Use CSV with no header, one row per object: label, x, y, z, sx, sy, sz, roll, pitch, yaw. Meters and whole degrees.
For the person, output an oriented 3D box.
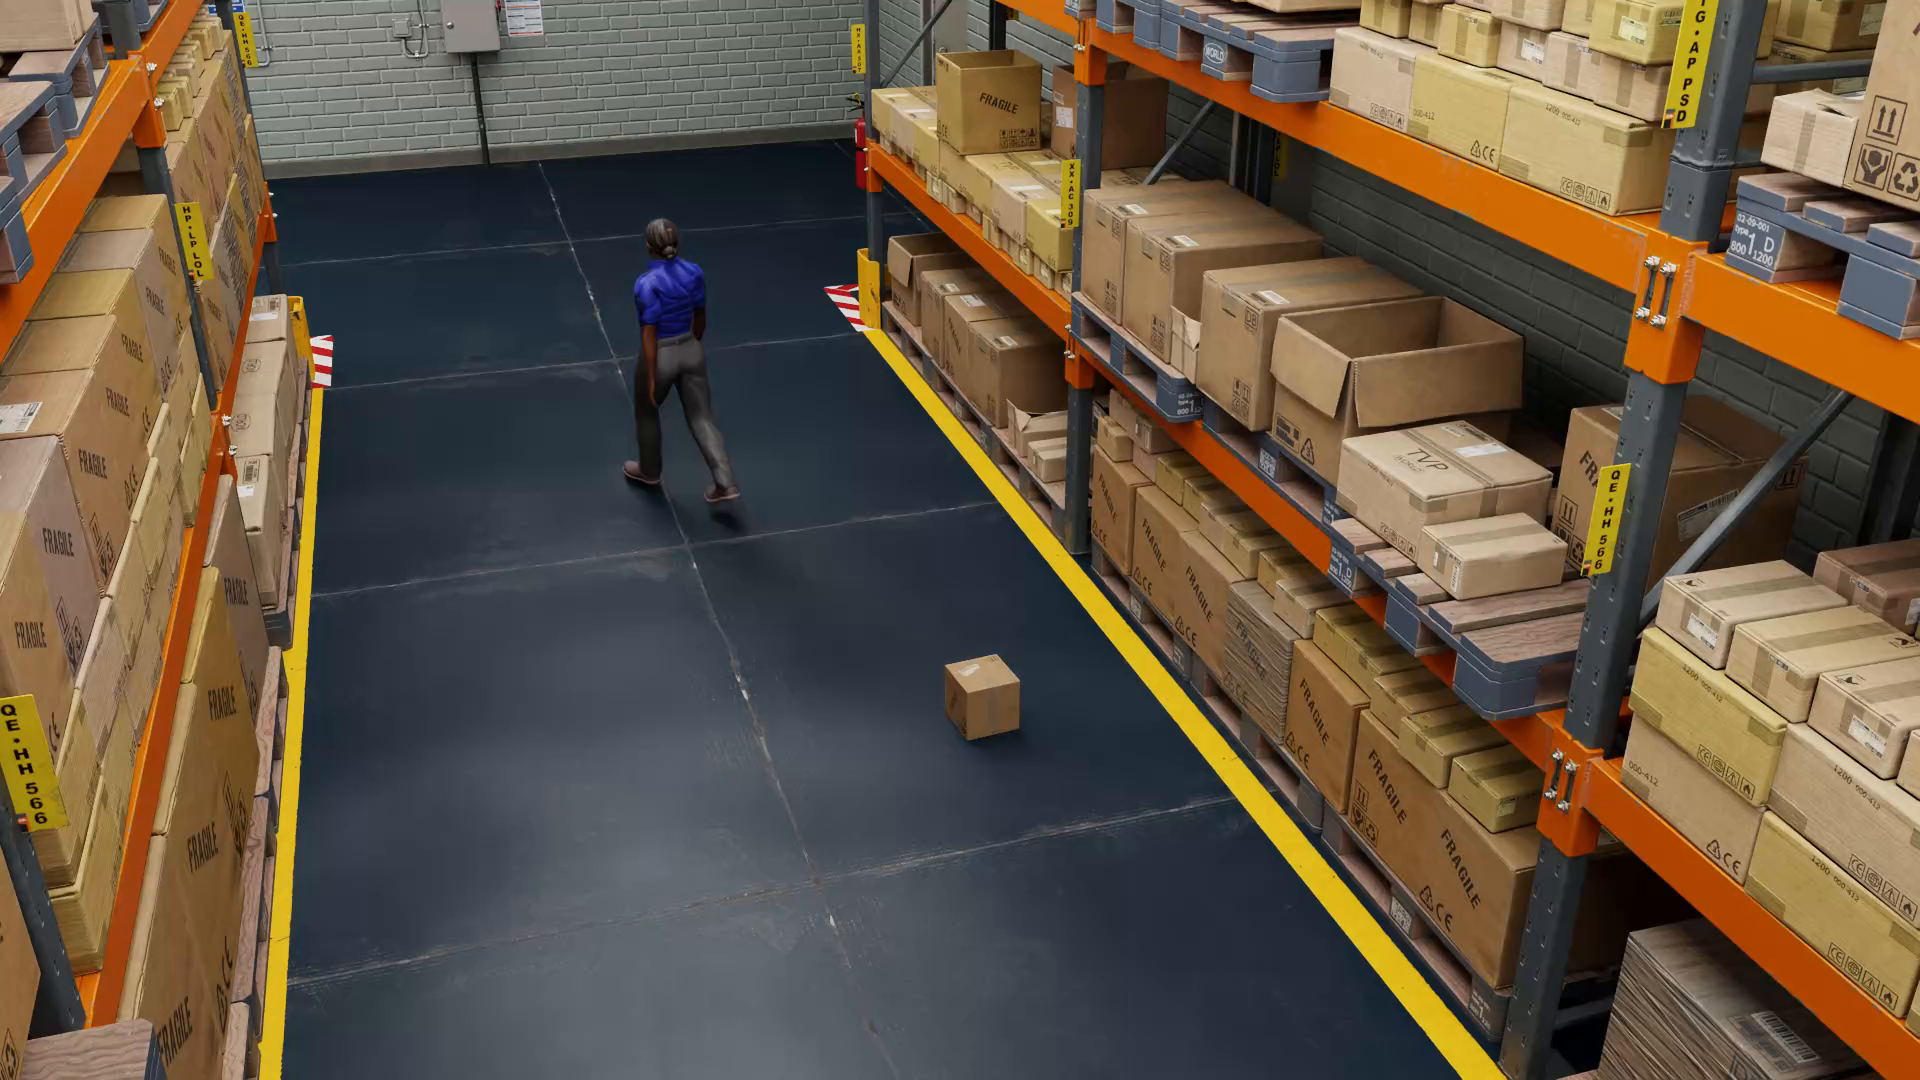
person,-1.563,-0.985,9.087,0.464,1.604,0.968,-20,33,-34
